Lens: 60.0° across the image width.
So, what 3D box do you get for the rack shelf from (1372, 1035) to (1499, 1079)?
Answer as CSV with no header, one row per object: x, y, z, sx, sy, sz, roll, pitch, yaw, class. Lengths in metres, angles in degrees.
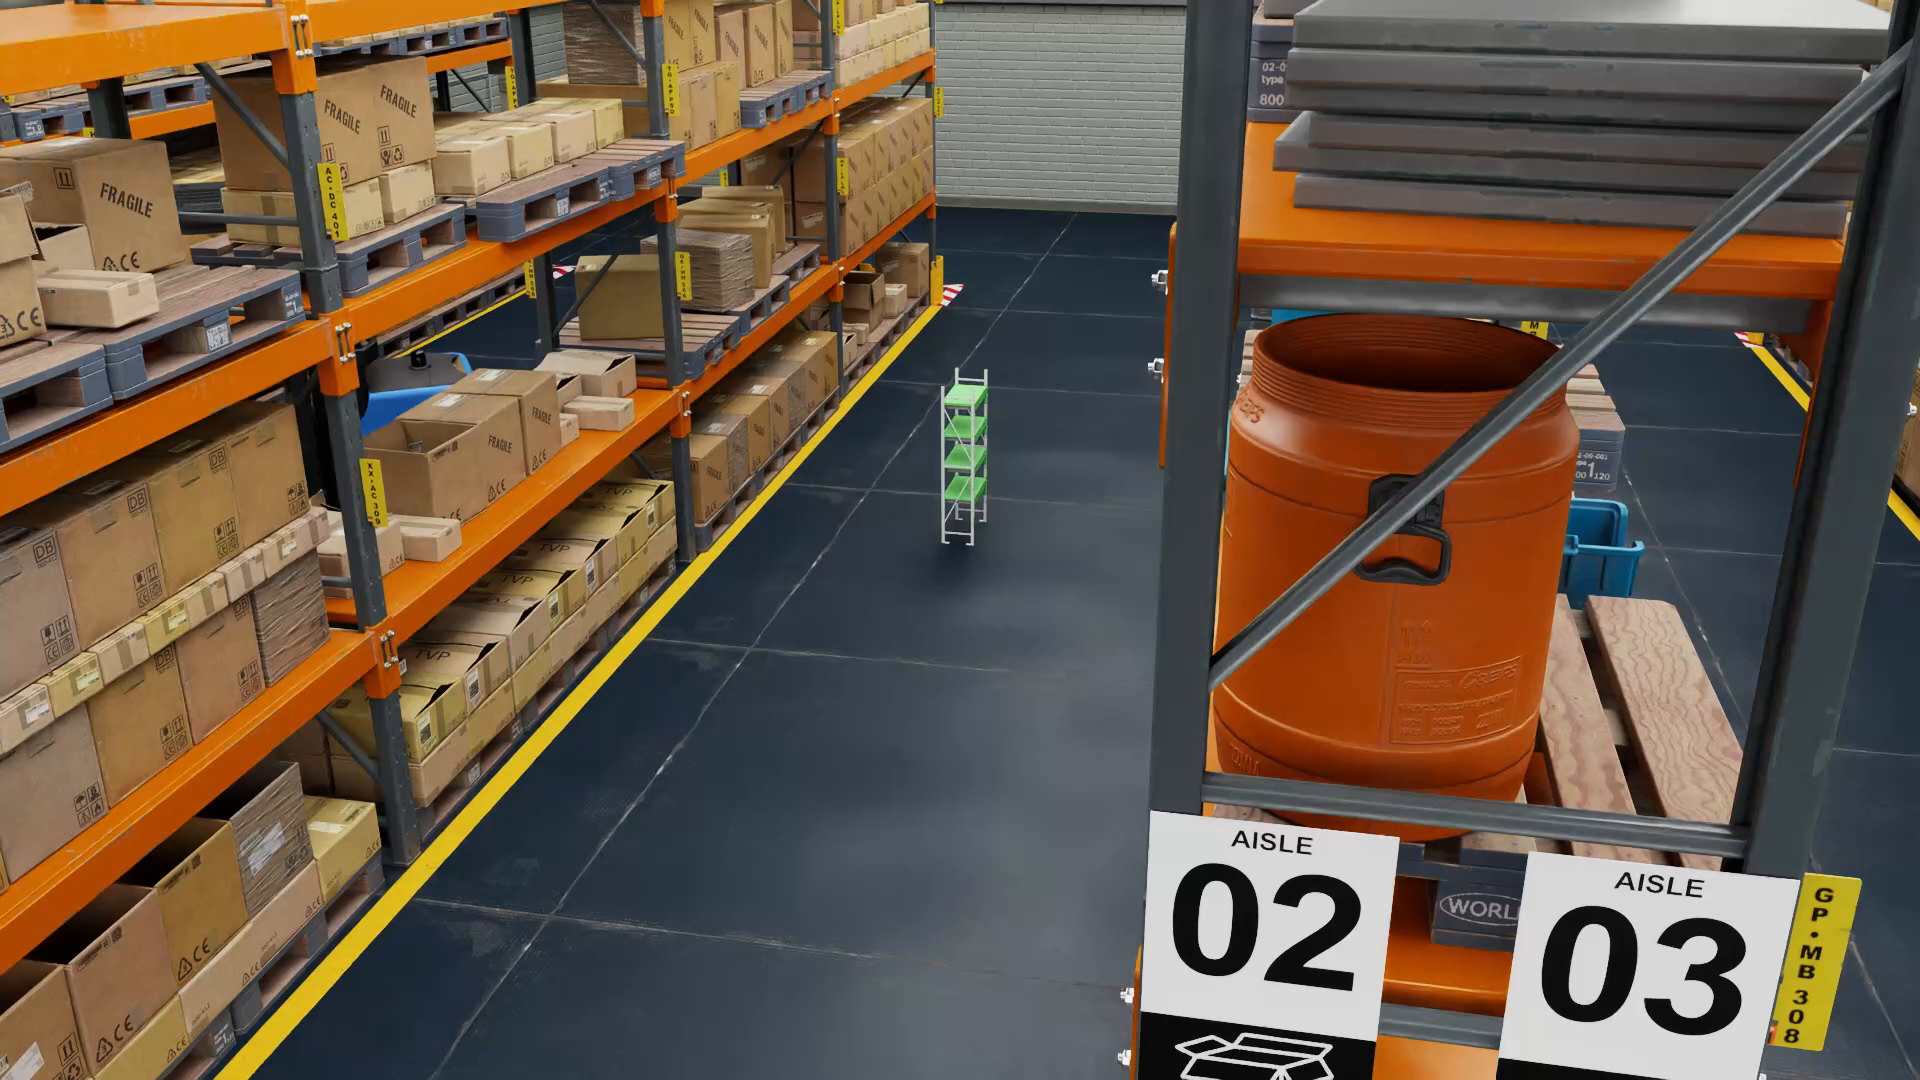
1.217,1.627,5.263,1.077,0.370,4.000,4,22,11,rack shelf

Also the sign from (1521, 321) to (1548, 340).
2.161,-0.788,6.268,0.100,0.325,0.005,4,22,11,sign

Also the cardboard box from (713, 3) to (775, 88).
-1.880,-3.998,13.419,0.600,0.600,0.600,4,22,10,cardboard box

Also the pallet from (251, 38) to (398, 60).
-6.264,-4.768,16.282,1.003,0.211,1.213,4,22,11,pallet

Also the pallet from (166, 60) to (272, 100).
-6.580,-4.083,14.718,0.805,0.209,1.217,4,22,9,pallet

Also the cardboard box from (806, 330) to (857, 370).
-1.294,-1.837,15.910,0.500,0.311,0.500,4,22,11,cardboard box

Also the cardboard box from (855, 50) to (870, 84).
-1.143,-4.407,15.466,0.500,0.250,0.500,4,22,11,cardboard box

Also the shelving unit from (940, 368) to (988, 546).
0.034,-0.617,12.280,0.258,1.200,0.503,4,22,11,shelving unit

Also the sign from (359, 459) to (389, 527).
-2.680,-0.214,7.605,0.100,0.325,0.005,4,22,11,sign

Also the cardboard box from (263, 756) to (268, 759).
-3.624,1.061,7.819,0.500,0.500,0.500,4,22,11,cardboard box

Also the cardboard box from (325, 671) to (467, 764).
-2.895,0.871,8.544,0.500,0.311,0.500,5,22,11,cardboard box

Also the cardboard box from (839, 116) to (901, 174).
-0.905,-3.970,16.724,0.500,0.500,0.500,5,23,13,cardboard box

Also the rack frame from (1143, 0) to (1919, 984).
0.809,-0.759,2.191,1.000,3.000,0.127,4,22,11,rack frame

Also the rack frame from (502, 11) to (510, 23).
-5.625,-7.365,18.596,1.000,3.000,0.127,4,22,11,rack frame

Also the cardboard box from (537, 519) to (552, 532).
-2.900,-0.098,10.950,0.500,0.311,0.500,4,22,10,cardboard box

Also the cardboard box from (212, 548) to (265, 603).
-3.172,0.137,6.996,0.380,0.149,0.250,4,22,9,cardboard box

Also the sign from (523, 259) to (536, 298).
-2.940,-1.819,11.410,0.100,0.325,0.005,4,22,11,sign

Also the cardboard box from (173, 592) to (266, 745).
-3.409,0.492,6.982,0.700,0.500,0.500,4,22,10,cardboard box

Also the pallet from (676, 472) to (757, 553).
-2.218,-0.257,12.710,1.003,0.211,1.213,4,22,11,pallet

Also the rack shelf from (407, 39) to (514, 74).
-6.033,-4.909,17.475,1.077,0.370,4.000,4,22,11,rack shelf

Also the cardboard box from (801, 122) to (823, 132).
-1.536,-3.830,16.376,0.500,0.500,0.500,5,22,11,cardboard box

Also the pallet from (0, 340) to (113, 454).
-3.623,-0.409,5.458,1.003,0.211,1.213,4,22,11,pallet

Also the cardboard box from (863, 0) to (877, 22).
-1.192,-5.181,15.715,0.700,0.500,0.500,4,22,11,cardboard box

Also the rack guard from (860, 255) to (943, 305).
-0.790,-3.019,19.180,1.175,0.500,0.348,4,22,11,rack guard

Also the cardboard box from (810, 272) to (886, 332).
-1.213,-2.477,17.241,0.797,0.503,0.637,4,22,11,cardboard box

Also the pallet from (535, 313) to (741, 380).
-2.338,-1.445,12.182,1.213,0.211,1.003,4,22,11,pallet

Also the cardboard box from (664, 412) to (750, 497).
-1.933,-0.662,12.738,0.500,0.500,0.500,4,22,9,cardboard box

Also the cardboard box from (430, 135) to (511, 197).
-2.773,-2.029,8.999,0.500,0.250,0.500,3,22,6,cardboard box

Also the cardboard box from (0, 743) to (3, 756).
-3.488,0.700,5.599,0.380,0.149,0.250,4,22,10,cardboard box

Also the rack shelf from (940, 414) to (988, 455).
0.034,-0.780,12.214,0.258,0.148,0.480,4,22,11,rack shelf

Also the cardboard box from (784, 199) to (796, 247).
-1.740,-2.992,15.634,0.500,0.500,0.500,5,22,12,cardboard box

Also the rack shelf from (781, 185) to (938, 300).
-1.183,-3.141,17.101,1.077,0.370,4.000,4,22,11,rack shelf

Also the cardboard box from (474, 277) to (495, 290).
-5.772,-3.171,18.996,0.700,0.500,0.500,4,22,11,cardboard box

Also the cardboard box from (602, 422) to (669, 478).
-2.446,-0.685,12.796,0.500,0.500,0.500,5,23,13,cardboard box

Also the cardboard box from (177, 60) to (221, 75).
-6.778,-4.239,14.127,0.700,0.500,0.500,4,22,10,cardboard box

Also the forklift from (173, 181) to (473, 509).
-5.152,-1.495,12.141,3.031,2.935,1.130,-9,23,-20,forklift

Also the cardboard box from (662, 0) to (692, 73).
-2.208,-3.528,11.610,0.500,0.500,0.500,4,22,11,cardboard box

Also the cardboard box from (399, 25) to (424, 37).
-5.827,-5.289,16.960,0.500,0.250,0.500,4,22,9,cardboard box

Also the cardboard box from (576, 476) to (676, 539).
-2.273,-0.250,11.326,0.500,0.311,0.500,5,22,12,cardboard box

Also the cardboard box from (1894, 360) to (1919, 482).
7.995,-0.960,13.005,1.225,0.875,0.875,5,22,11,cardboard box

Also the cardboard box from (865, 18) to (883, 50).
-1.035,-4.821,15.825,0.500,0.250,0.500,4,22,11,cardboard box

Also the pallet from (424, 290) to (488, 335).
-5.963,-2.546,18.392,1.003,0.211,1.213,4,22,11,pallet

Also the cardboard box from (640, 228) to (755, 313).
-2.015,-2.080,12.808,0.700,0.500,0.500,9,24,21,cardboard box

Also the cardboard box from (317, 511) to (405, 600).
-3.166,0.069,8.369,0.500,0.250,0.500,6,23,14,cardboard box

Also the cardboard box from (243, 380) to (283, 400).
-6.625,-1.744,14.985,0.750,0.750,0.750,5,23,13,cardboard box

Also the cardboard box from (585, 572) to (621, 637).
-2.483,0.384,10.504,0.500,0.250,0.500,5,22,12,cardboard box

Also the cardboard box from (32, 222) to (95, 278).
-3.694,-1.066,6.339,0.500,0.311,0.500,3,22,8,cardboard box

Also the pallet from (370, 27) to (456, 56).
-6.013,-5.213,17.386,1.003,0.211,1.213,4,22,11,pallet

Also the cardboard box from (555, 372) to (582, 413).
-2.779,-0.927,10.759,0.500,0.311,0.500,4,22,10,cardboard box

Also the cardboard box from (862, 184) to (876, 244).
-1.119,-3.143,16.008,0.500,0.500,0.500,5,22,12,cardboard box

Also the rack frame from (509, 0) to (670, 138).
-2.407,-4.063,10.397,1.000,3.000,0.127,4,22,11,rack frame

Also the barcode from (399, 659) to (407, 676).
-2.764,0.631,8.244,0.001,0.075,0.075,4,22,11,barcode
